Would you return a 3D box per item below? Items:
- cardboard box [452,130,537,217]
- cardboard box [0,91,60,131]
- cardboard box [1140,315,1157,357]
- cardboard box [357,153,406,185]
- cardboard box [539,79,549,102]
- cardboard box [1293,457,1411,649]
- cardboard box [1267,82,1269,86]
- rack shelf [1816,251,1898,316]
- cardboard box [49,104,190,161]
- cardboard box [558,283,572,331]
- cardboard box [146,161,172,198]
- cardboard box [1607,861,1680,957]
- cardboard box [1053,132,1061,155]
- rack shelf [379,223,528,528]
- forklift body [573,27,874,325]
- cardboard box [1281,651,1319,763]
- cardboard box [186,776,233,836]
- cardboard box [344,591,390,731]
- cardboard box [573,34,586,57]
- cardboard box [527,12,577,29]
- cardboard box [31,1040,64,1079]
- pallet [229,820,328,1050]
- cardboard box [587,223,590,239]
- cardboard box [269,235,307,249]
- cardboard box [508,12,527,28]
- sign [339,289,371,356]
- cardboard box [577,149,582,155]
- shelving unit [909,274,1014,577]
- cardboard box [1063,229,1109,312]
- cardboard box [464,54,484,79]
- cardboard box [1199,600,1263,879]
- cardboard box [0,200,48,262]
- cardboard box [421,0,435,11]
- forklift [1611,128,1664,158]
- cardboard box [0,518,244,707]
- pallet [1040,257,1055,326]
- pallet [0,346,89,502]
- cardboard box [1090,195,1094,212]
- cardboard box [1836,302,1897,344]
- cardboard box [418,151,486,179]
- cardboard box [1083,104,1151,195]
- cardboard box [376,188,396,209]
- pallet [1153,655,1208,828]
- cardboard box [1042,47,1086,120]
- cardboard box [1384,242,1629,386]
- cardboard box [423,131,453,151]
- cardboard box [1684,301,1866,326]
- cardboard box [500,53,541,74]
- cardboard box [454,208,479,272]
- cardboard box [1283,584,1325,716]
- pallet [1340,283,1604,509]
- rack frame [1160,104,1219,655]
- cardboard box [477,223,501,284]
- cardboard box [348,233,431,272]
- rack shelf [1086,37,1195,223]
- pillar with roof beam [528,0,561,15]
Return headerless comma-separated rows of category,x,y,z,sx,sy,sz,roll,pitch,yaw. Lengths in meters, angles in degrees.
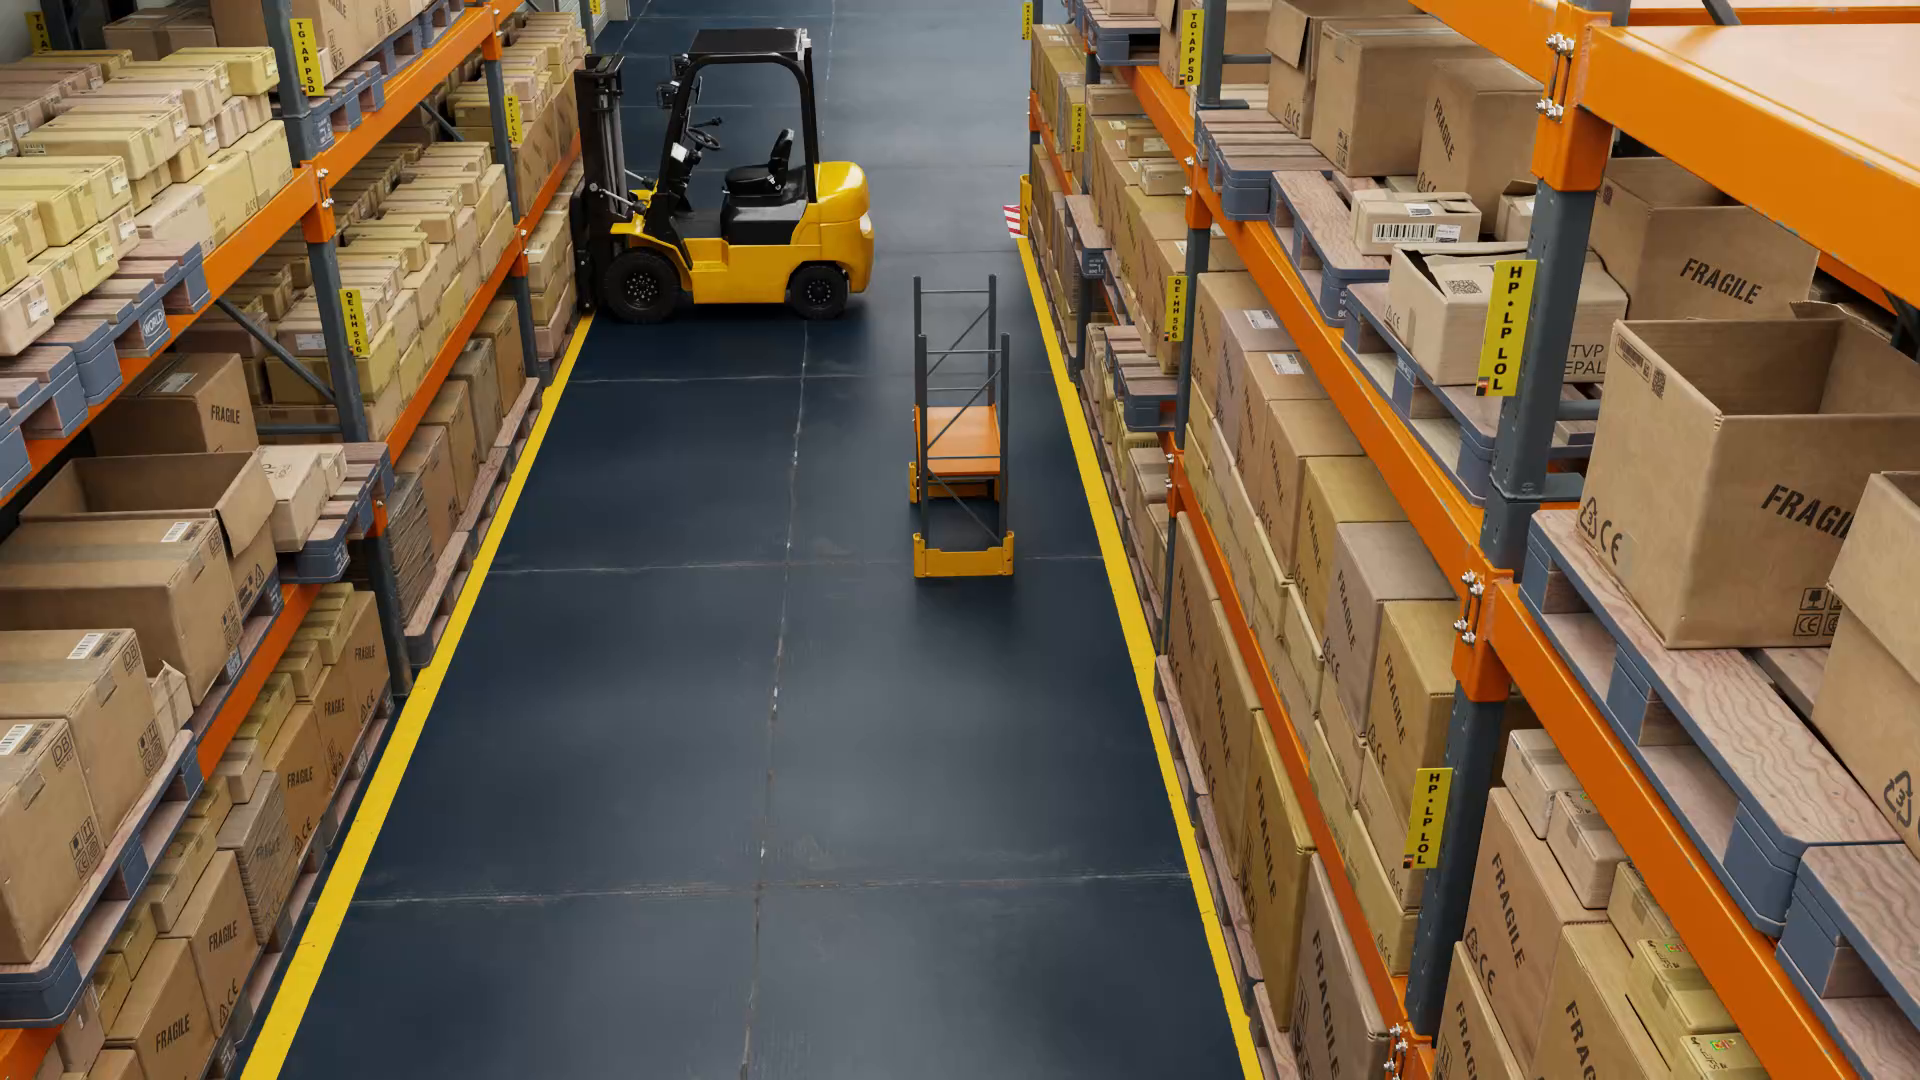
cardboard box,-3.351,-2.626,11.933,0.500,0.500,0.500,-2,28,-4
cardboard box,-3.577,-1.564,6.171,0.380,0.149,0.250,0,28,-1
cardboard box,1.180,-1.103,8.938,0.380,0.149,0.250,-2,28,-3
cardboard box,-3.823,-2.410,10.817,0.380,0.149,0.250,-2,28,-4
cardboard box,-3.381,-3.448,12.807,0.380,0.149,0.250,-2,28,-4
cardboard box,1.470,0.041,5.738,0.500,0.500,0.500,-1,28,-1
cardboard box,1.717,-2.183,8.093,0.396,0.266,0.258,-1,28,-3
rack shelf,6.410,-1.416,10.499,1.077,0.370,4.000,-1,28,-3
cardboard box,-3.015,-1.461,5.973,0.380,0.149,0.250,-2,28,-4
cardboard box,-3.326,-1.803,12.983,0.500,0.250,0.500,-2,28,-4
cardboard box,-3.119,-1.333,6.050,0.380,0.149,0.250,-1,28,-2
cardboard box,1.628,0.814,3.554,0.380,0.149,0.250,-2,28,-3
cardboard box,0.957,-3.228,13.467,0.380,0.149,0.250,-1,28,-2
rack shelf,-3.485,-1.128,9.947,1.077,0.370,4.000,-1,28,-3
forklift body,-1.877,-3.010,13.695,2.313,2.155,1.214,-1,28,-3
cardboard box,1.478,0.599,6.020,0.500,0.250,0.500,-2,28,-4
cardboard box,-3.098,1.061,6.520,0.380,0.149,0.250,-1,28,-2
cardboard box,-3.143,0.589,8.126,0.500,0.500,0.500,-1,28,-1
cardboard box,-3.457,-4.279,14.401,0.380,0.149,0.250,-1,28,-2
cardboard box,-3.569,-4.521,14.544,0.380,0.149,0.250,-1,28,-3
cardboard box,-2.985,1.656,5.057,0.380,0.149,0.250,-2,28,-4
pallet,-3.318,1.621,6.914,1.003,0.211,1.213,-1,28,-3
cardboard box,-3.397,-2.719,14.199,0.500,0.250,0.500,-2,28,-4
cardboard box,-3.792,-1.587,9.240,0.380,0.149,0.250,-2,28,-3
cardboard box,-3.994,-4.521,14.544,0.380,0.149,0.250,-2,28,-4
sign,-2.839,-1.019,7.794,0.100,0.325,0.005,-1,28,-3
cardboard box,-3.462,-3.423,15.007,0.500,0.250,0.500,0,28,-1
shelving unit,-0.004,-0.700,9.971,0.587,1.500,1.083,-1,28,-3
cardboard box,1.069,-2.058,12.661,0.500,0.500,0.500,-2,28,-3
cardboard box,-3.924,-3.684,12.939,0.380,0.149,0.250,-1,28,-1
cardboard box,1.572,0.844,7.232,0.875,0.875,0.875,-1,28,-2
cardboard box,-2.917,-0.880,4.838,0.380,0.149,0.250,-1,28,-2
cardboard box,-3.268,-3.209,9.449,0.500,0.311,0.500,-2,28,-4
forklift,3.950,-1.346,9.661,1.130,2.935,3.031,1,28,2
cardboard box,-3.041,0.263,5.940,0.700,0.500,0.500,-2,28,-3
pallet,1.231,-2.130,14.105,1.003,0.211,1.213,-1,28,-3
pallet,-3.135,-0.226,4.398,1.213,0.211,1.003,-1,28,-3
cardboard box,1.081,-2.304,11.241,0.380,0.149,0.250,-1,28,-2
cardboard box,6.475,-1.117,11.127,1.050,0.750,0.750,-1,28,-3
cardboard box,-3.318,-2.431,10.858,0.380,0.149,0.250,-2,28,-3
cardboard box,1.106,-2.631,11.167,0.500,0.500,0.500,-1,28,-1
cardboard box,-3.802,-2.053,10.564,0.500,0.250,0.500,-2,28,-3
pallet,1.543,0.957,8.186,1.003,0.211,1.213,-1,28,-3
cardboard box,0.965,-3.816,13.893,0.500,0.500,0.500,-2,28,-4
cardboard box,1.530,-0.676,4.701,0.500,0.311,0.500,-1,28,-3
cardboard box,-3.882,-2.616,11.914,0.500,0.500,0.500,-2,28,-3
cardboard box,2.109,-0.494,4.401,0.396,0.266,0.258,-2,28,-3
cardboard box,-3.487,-3.696,12.962,0.380,0.149,0.250,-1,28,-2
cardboard box,-3.253,-1.831,10.139,0.500,0.250,0.500,-1,28,-2
cardboard box,1.453,0.380,5.900,0.500,0.250,0.500,-1,28,-1
pallet,1.688,-0.465,4.861,0.805,0.209,1.217,-2,28,-5
rack frame,1.577,-0.645,8.243,1.000,3.000,0.127,-1,28,-3
cardboard box,-3.270,-1.846,10.707,0.500,0.250,0.500,-2,28,-3
cardboard box,-3.181,-1.605,9.275,0.380,0.149,0.250,-1,28,-2
rack shelf,1.472,-2.580,9.486,1.077,0.370,4.000,-1,28,-3
pillar with roof beam,-0.676,-9.409,18.560,9.100,9.000,0.400,-1,28,-3
